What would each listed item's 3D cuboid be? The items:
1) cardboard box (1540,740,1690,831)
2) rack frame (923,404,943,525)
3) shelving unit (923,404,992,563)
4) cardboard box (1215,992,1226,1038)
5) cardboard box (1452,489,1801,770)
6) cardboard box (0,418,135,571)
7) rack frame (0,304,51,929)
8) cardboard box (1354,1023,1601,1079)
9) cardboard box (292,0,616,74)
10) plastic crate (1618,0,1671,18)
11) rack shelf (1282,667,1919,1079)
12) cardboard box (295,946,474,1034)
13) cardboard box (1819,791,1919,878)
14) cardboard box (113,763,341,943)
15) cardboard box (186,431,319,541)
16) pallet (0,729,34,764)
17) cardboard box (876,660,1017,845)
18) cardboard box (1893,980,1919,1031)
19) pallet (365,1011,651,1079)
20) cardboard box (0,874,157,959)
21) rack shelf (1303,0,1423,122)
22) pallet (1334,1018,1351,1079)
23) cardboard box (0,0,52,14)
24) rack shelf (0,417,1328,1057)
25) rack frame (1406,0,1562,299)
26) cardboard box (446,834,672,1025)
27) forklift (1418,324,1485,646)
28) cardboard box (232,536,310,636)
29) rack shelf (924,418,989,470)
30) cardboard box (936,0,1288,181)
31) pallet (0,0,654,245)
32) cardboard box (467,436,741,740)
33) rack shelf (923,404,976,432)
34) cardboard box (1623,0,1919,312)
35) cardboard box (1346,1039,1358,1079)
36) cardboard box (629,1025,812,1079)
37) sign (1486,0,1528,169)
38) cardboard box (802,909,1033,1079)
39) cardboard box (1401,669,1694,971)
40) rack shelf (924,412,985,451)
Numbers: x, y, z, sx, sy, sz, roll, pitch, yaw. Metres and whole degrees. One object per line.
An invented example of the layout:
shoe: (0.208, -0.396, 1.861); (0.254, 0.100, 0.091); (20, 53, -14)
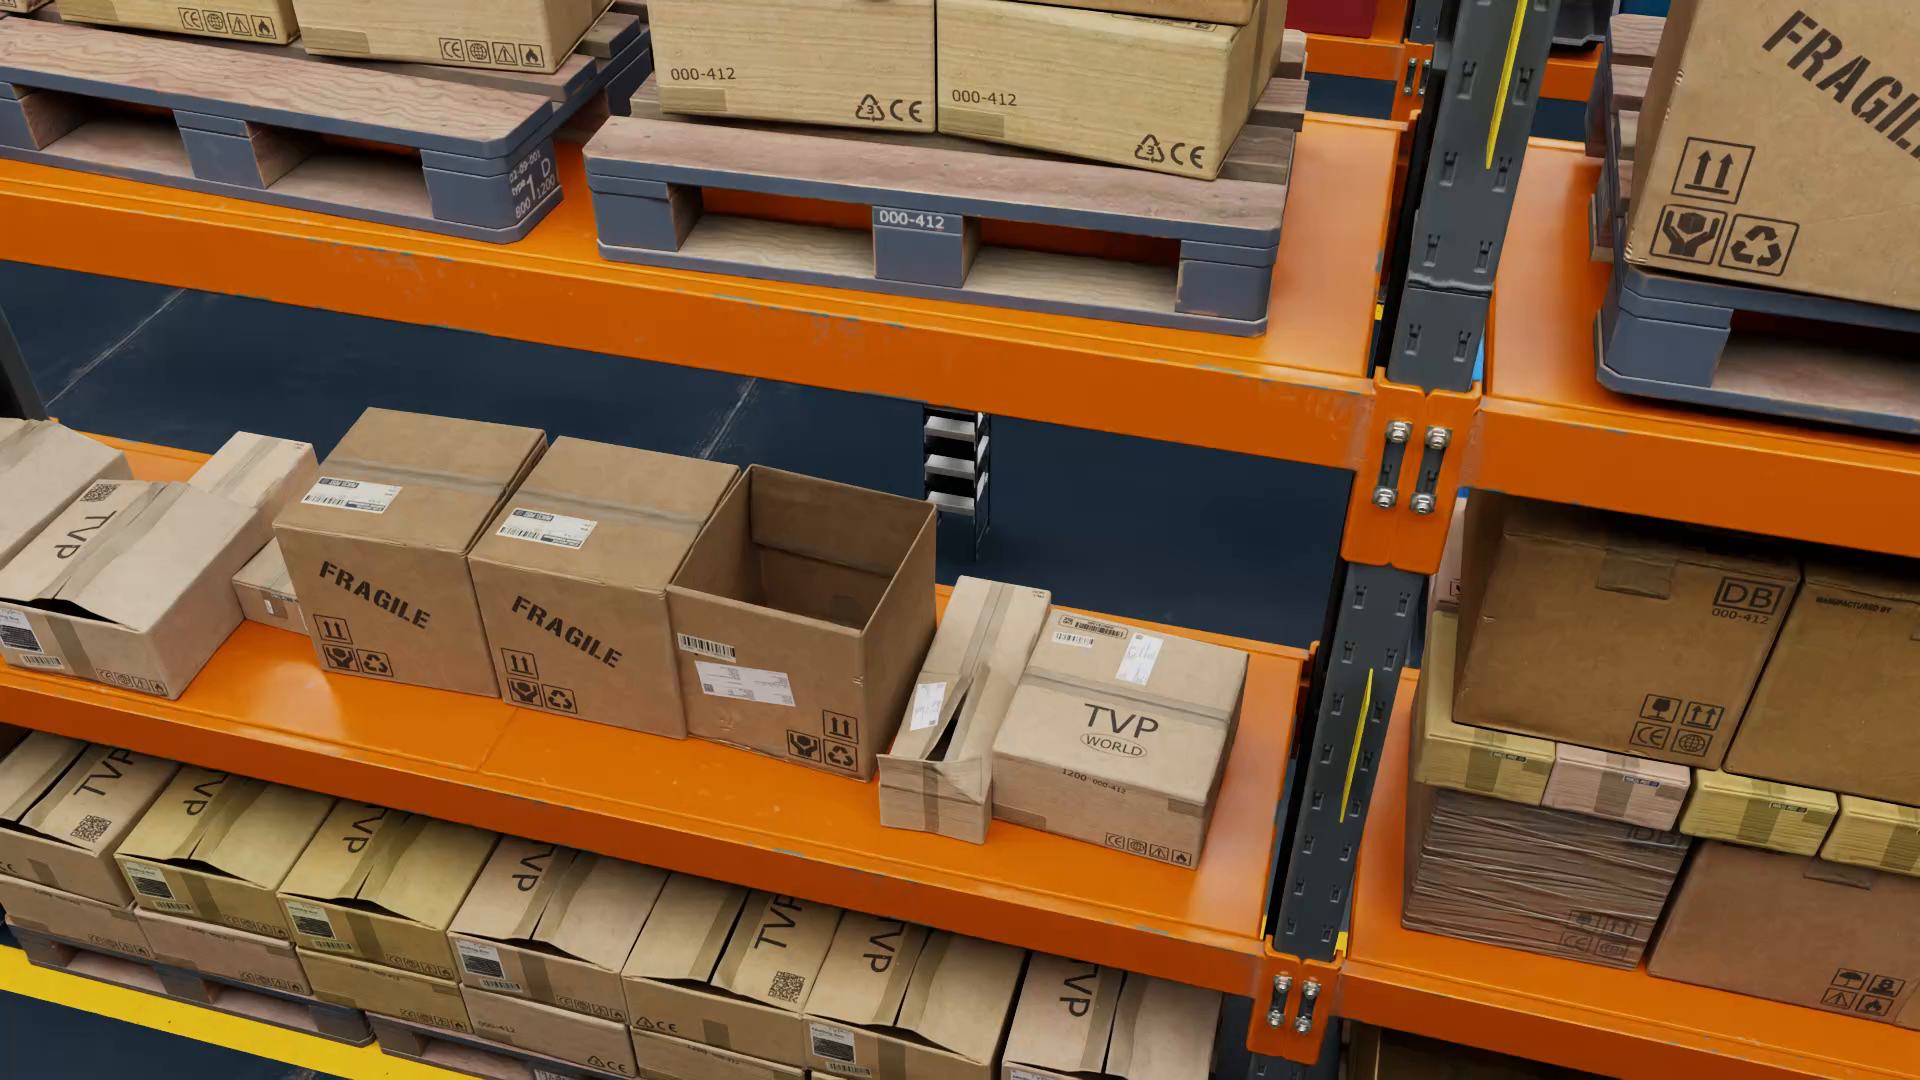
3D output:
cardboard box: (1.325, 0.381, 3.381); (0.250, 0.149, 0.380); (10, 41, 12)
rack frame: (-0.106, -0.363, 6.482); (0.006, 0.900, 0.240); (10, 41, 11)
shelving unit: (-0.008, -0.346, 6.462); (0.210, 0.900, 0.258); (10, 41, 11)
cardboard box: (0.548, 1.133, 4.880); (0.500, 0.250, 0.500); (9, 41, 10)
cardboard box: (1.304, -0.004, 3.336); (0.500, 0.500, 0.700); (10, 41, 12)
cardboard box: (-2.651, -0.082, 4.584); (0.500, 0.311, 0.500); (12, 42, 14)
rack frame: (-2.991, -0.203, 4.660); (0.127, 3.000, 1.000); (10, 41, 11)
cardboard box: (1.240, 1.338, 4.053); (0.500, 0.500, 0.500); (10, 41, 11)
cardboard box: (-0.958, -1.146, 3.240); (0.500, 0.250, 0.500); (7, 40, 8)
plastic crate: (3.297, -2.543, 7.561); (0.616, 0.251, 0.499); (10, 41, 11)
rack shelf: (2.805, 1.069, 3.704); (4.000, 0.370, 1.077); (10, 41, 11)
cardboard box: (-1.571, 1.124, 4.891); (0.500, 0.250, 0.500); (9, 41, 10)
cardboard box: (1.829, 0.466, 3.281); (0.250, 0.149, 0.380); (9, 41, 11)
cardboard box: (-2.051, 0.826, 4.810); (0.500, 0.311, 0.500); (9, 41, 10)
cardboard box: (-2.050, -0.129, 4.767); (0.250, 0.149, 0.380); (10, 41, 11)
pallet: (-3.702, 0.717, 5.732); (1.213, 0.211, 1.003); (10, 41, 11)
cardboard box: (-0.023, 0.481, 3.949); (0.258, 0.266, 0.396); (9, 41, 10)
cardboard box: (2.299, 0.663, 3.551); (0.500, 0.500, 0.700); (10, 41, 12)
pallet: (-1.031, 1.230, 5.122); (1.213, 0.211, 1.003); (10, 41, 11)
cardboard box: (-2.561, 0.958, 5.088); (0.500, 0.250, 0.500); (10, 41, 11)
rack shelf: (0.225, -2.672, 8.159); (4.000, 0.370, 1.077); (10, 41, 11)
pallet: (1.631, 1.688, 4.576); (1.213, 0.211, 1.003); (10, 41, 11)
cardboard box: (-2.027, -1.339, 3.470); (0.500, 0.250, 0.500); (11, 41, 13)
rack shelf: (-1.059, 0.405, 4.495); (4.000, 0.370, 1.077); (10, 41, 11)
rack frame: (0.873, -1.836, 1.939); (0.127, 3.000, 1.000); (10, 41, 11)
cardboard box: (-1.062, 0.997, 4.606); (0.500, 0.311, 0.500); (9, 41, 11)
forklift: (3.278, -0.823, 5.451); (3.031, 2.935, 1.130); (5, 40, 6)
cardboard box: (-1.744, 0.070, 4.530); (0.250, 0.149, 0.380); (13, 42, 15)
rack shelf: (-0.008, -0.389, 6.426); (0.200, 0.077, 0.258); (10, 41, 11)
cardboard box: (0.281, -0.899, 2.946); (0.500, 0.250, 0.500); (14, 42, 16)
pallet: (-1.231, -1.038, 3.469); (1.213, 0.211, 1.003); (12, 41, 13)
cardboard box: (-0.857, 0.115, 4.203); (0.500, 0.500, 0.500); (10, 41, 11)
rack shelf: (-0.008, -0.527, 6.310); (0.200, 0.077, 0.258); (10, 41, 11)
cardboard box: (1.292, -0.692, 2.396); (0.500, 0.500, 0.500); (13, 42, 15)
cardboard box: (1.243, 1.619, 4.301); (0.500, 0.250, 0.500); (10, 41, 11)
cardboard box: (-0.585, 1.295, 4.687); (0.500, 0.250, 0.500); (11, 41, 12)
sign: (0.743, -0.667, 2.233); (0.005, 0.325, 0.100); (10, 41, 11)
cardboard box: (-0.096, 1.167, 4.403); (0.500, 0.311, 0.500); (11, 41, 13)
cardboard box: (1.304, 0.493, 3.753); (0.500, 0.500, 0.700); (9, 41, 10)
rack shelf: (-0.008, -0.458, 6.368); (0.200, 0.077, 0.258); (10, 41, 11)
